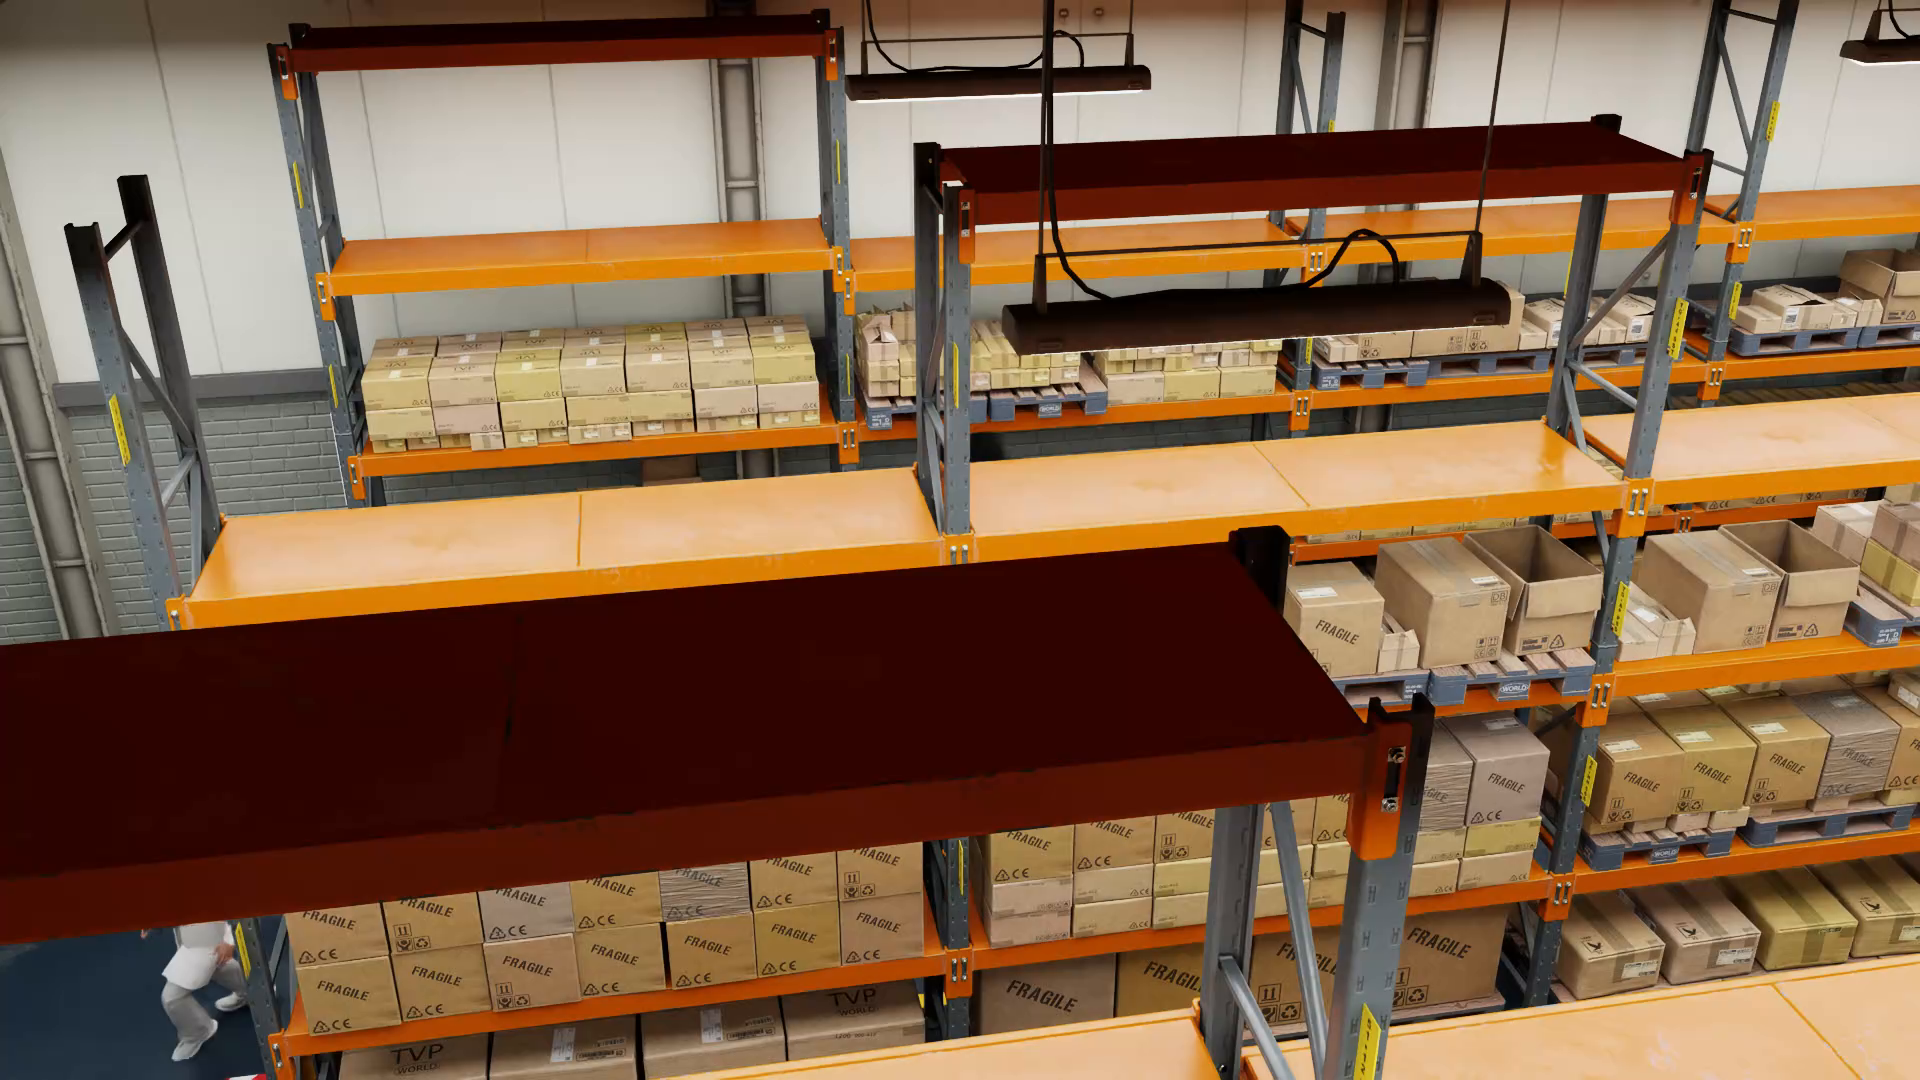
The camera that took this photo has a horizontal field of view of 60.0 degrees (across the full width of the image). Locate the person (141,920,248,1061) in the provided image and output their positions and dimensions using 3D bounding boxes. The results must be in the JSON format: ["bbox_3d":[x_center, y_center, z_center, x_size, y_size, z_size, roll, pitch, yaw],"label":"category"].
[{"bbox_3d":[-4.910,2.626,10.891,0.751,1.807,0.770,-23,34,-39],"label":"person"}]
